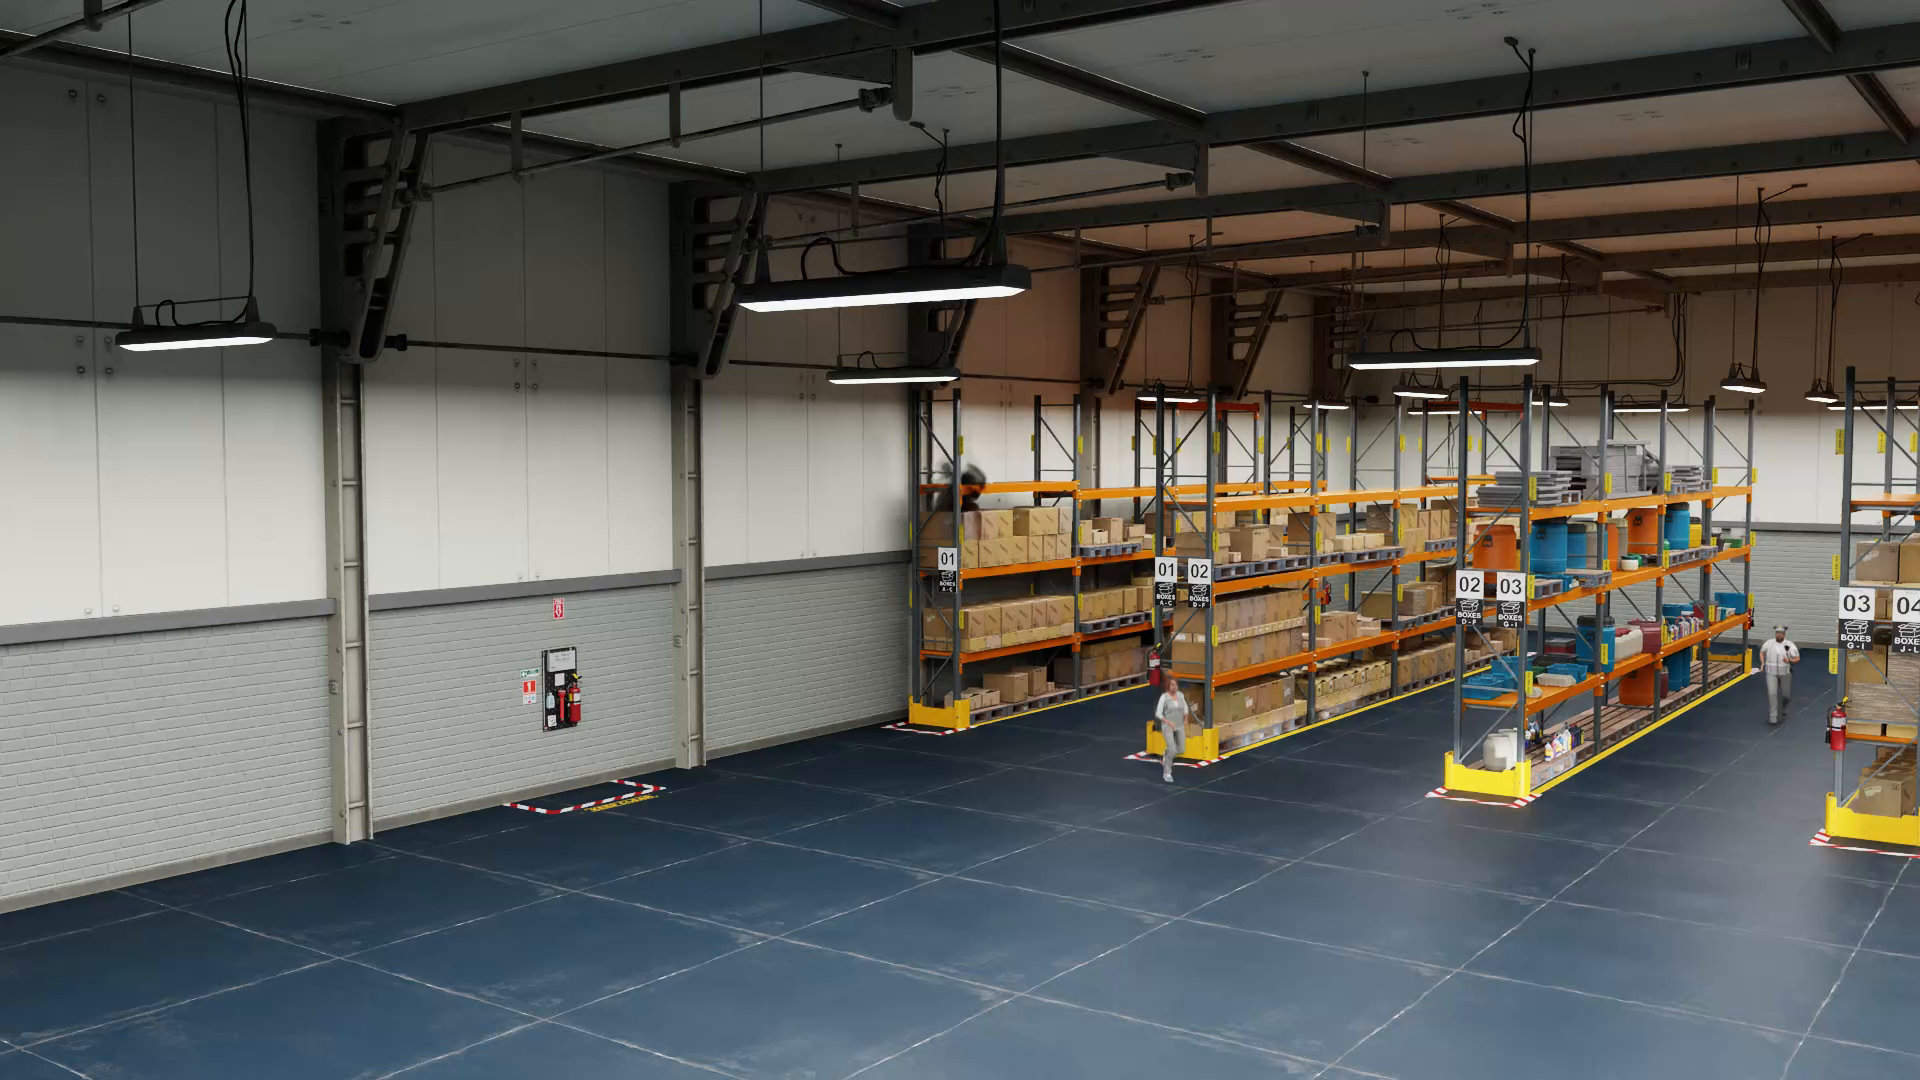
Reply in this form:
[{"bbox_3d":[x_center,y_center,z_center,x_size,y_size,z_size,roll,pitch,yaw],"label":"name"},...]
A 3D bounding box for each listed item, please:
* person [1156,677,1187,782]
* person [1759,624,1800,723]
[{"bbox_3d":[3.175,2.832,24.813,0.566,1.547,0.605,-1,3,-19],"label":"person"},{"bbox_3d":[14.805,2.397,30.071,0.673,1.755,0.943,2,4,28],"label":"person"}]
